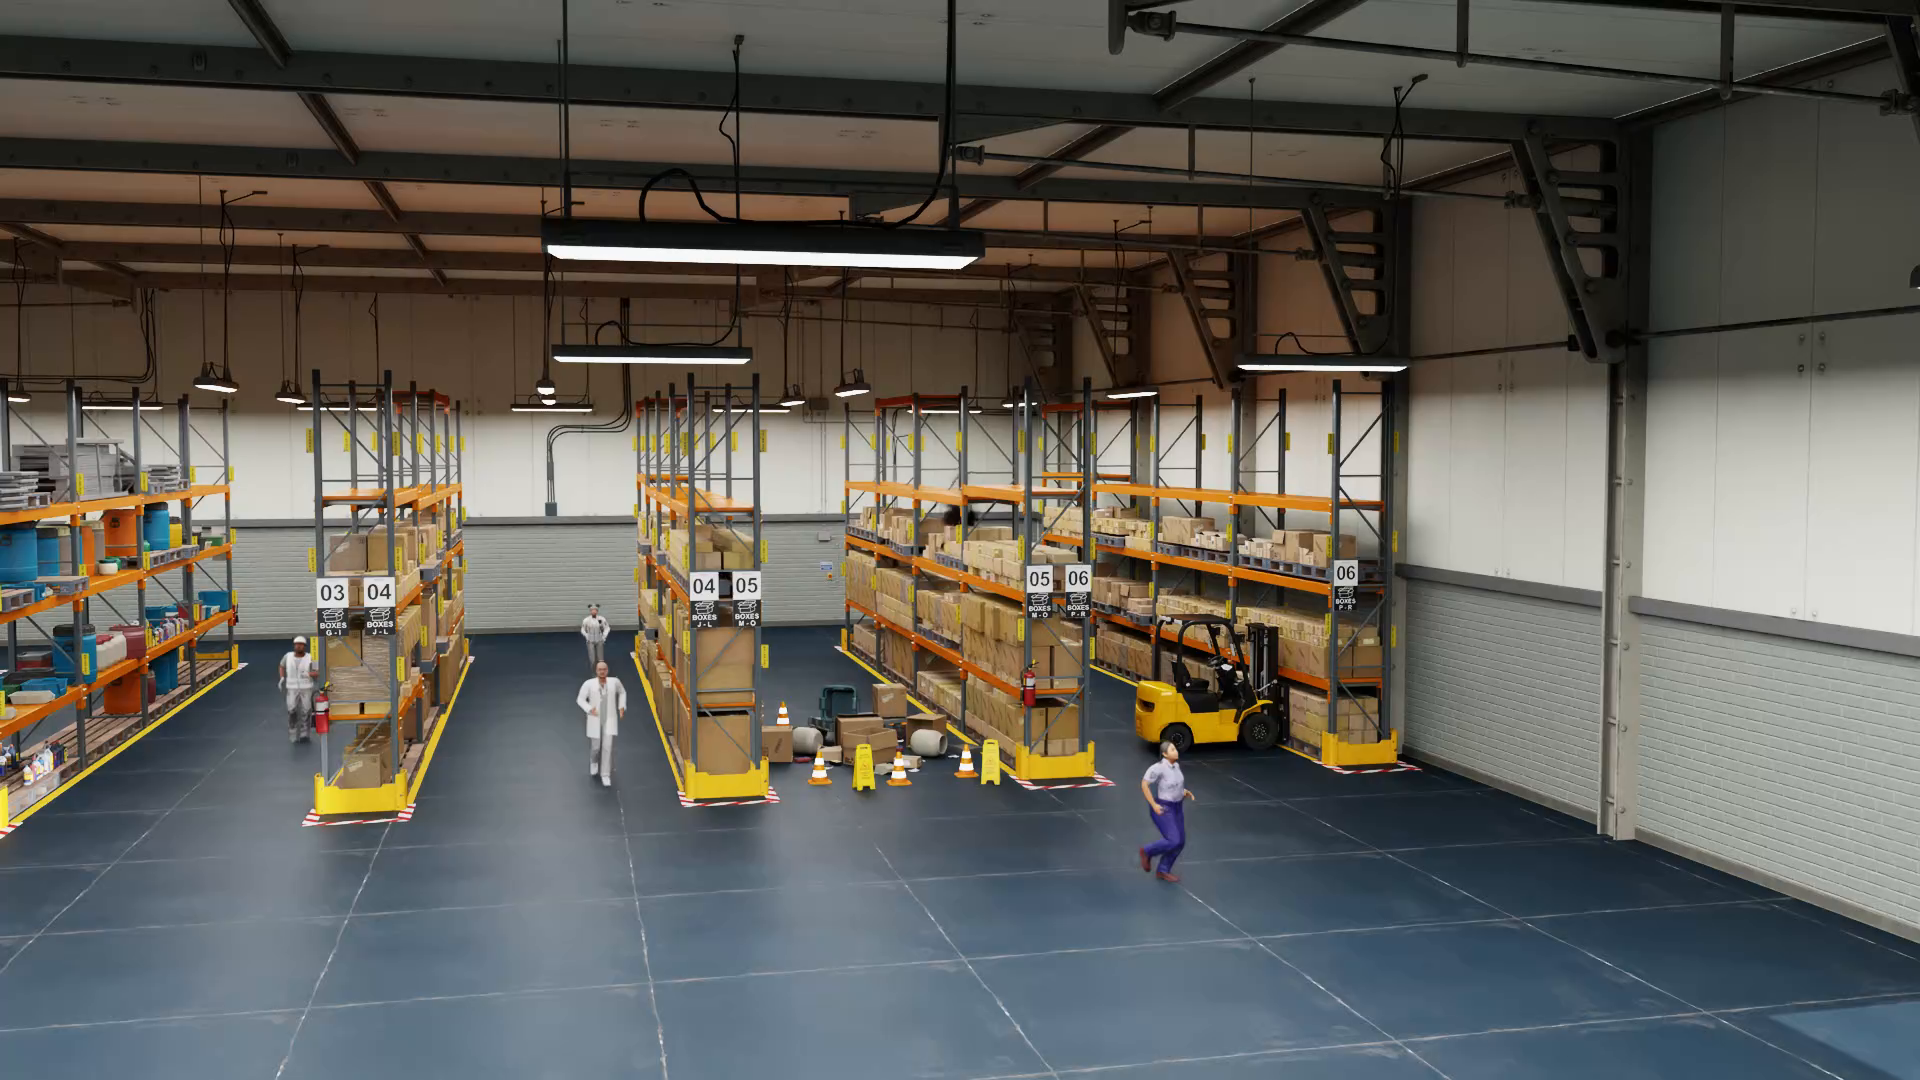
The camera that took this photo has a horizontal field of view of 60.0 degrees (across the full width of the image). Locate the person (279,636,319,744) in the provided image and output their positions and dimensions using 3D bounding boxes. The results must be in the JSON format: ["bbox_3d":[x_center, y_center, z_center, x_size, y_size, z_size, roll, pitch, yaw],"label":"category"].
[{"bbox_3d":[-11.059,2.507,27.831,0.661,1.785,0.697,-1,3,-17],"label":"person"}]

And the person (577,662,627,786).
[{"bbox_3d":[-5.308,2.694,24.692,0.736,1.789,0.898,-1,3,-17],"label":"person"}]

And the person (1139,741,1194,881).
[{"bbox_3d":[2.379,3.111,19.042,0.559,1.604,0.634,3,4,38],"label":"person"}]

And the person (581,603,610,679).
[{"bbox_3d":[-7.664,2.151,34.949,0.589,1.653,0.528,-1,3,-10],"label":"person"}]
